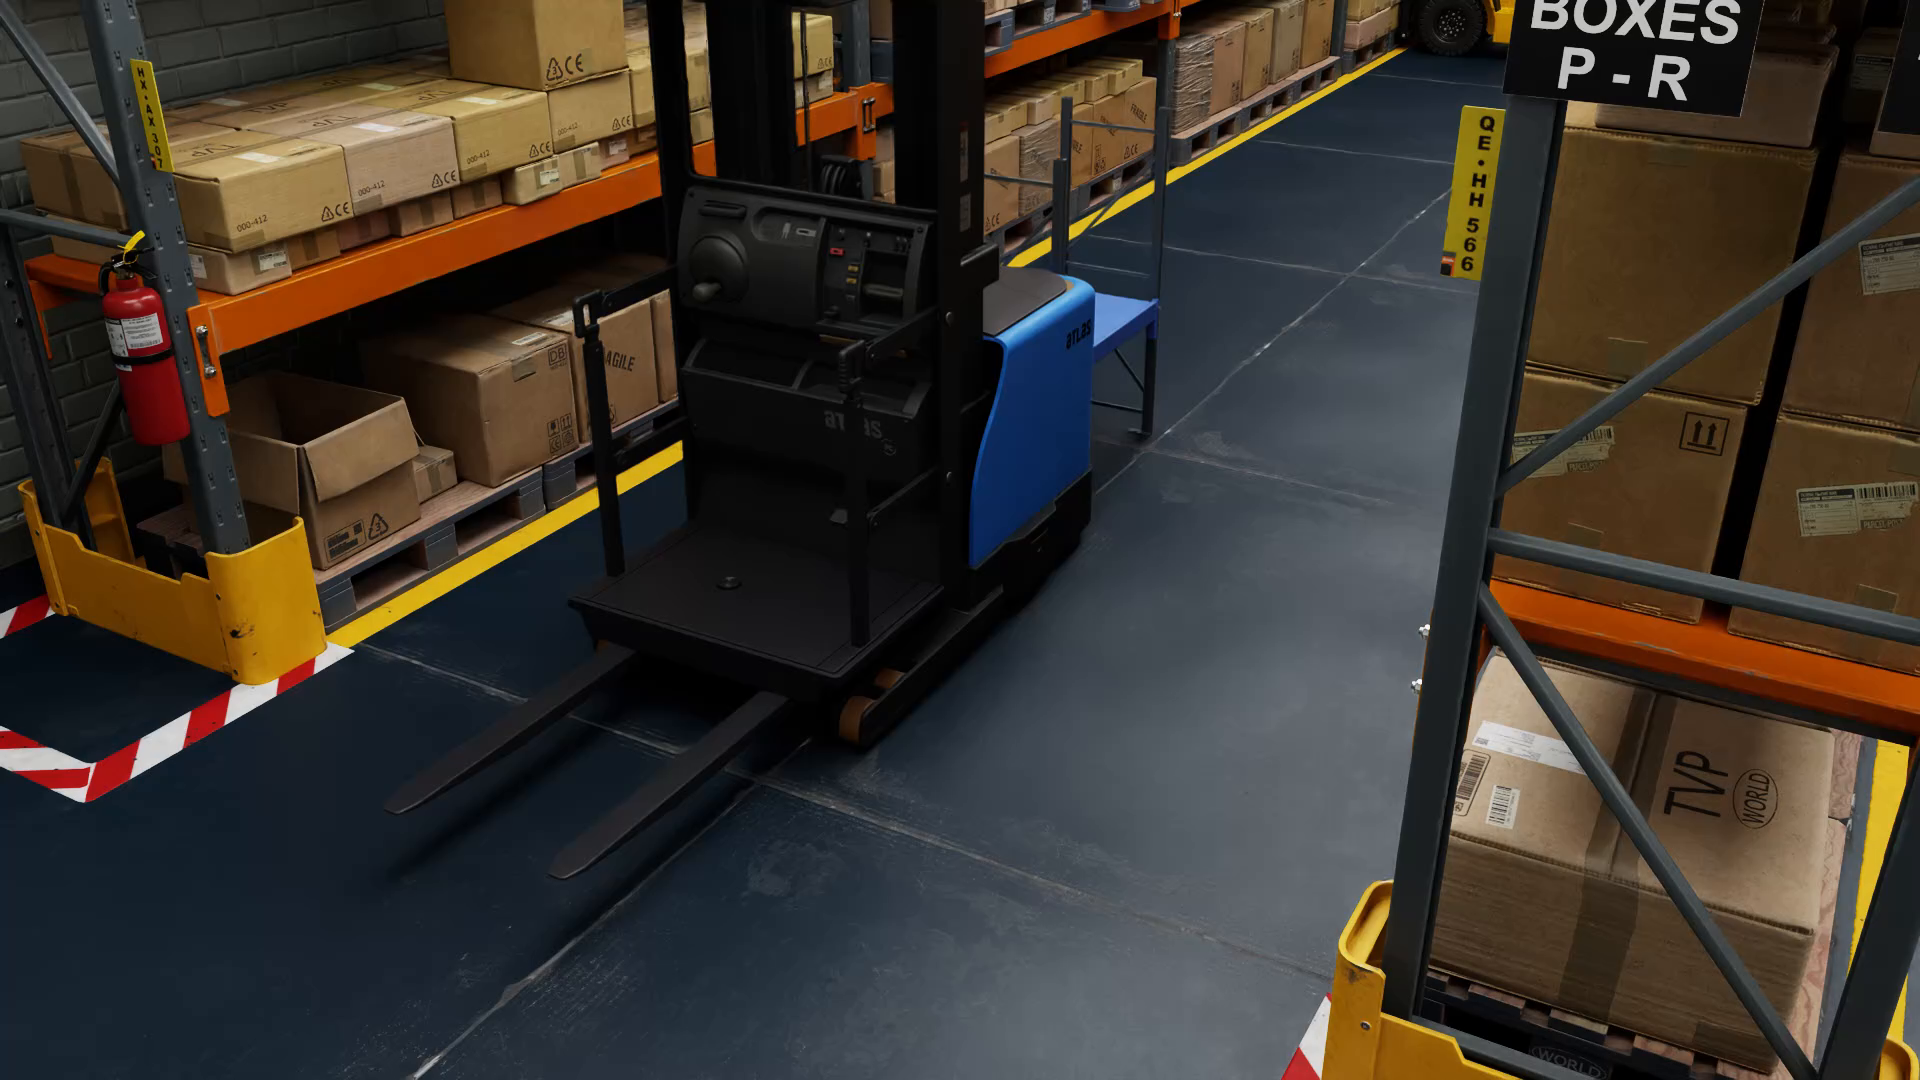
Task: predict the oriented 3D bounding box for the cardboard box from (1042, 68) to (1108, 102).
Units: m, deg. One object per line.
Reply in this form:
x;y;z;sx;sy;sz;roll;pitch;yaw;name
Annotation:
0.758;-3.017;11.025;0.380;0.149;0.250;13;29;24;cardboard box

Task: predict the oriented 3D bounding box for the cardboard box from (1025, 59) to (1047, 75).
0.374;-3.239;11.469;0.380;0.149;0.250;15;30;28;cardboard box

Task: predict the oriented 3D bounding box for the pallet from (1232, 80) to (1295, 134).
2.096;-3.650;13.806;1.003;0.211;1.213;14;30;26;pallet

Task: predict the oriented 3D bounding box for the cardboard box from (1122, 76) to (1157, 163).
1.035;-2.969;11.654;0.500;0.500;0.500;15;30;28;cardboard box

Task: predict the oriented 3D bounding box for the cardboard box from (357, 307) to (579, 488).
-2.042;-0.606;6.932;0.700;0.500;0.500;16;31;28;cardboard box

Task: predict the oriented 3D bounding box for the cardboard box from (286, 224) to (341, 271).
-2.395;-1.058;5.794;0.380;0.149;0.250;15;30;27;cardboard box

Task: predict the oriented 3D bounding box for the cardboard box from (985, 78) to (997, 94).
0.020;-2.927;10.844;0.380;0.149;0.250;14;30;25;cardboard box

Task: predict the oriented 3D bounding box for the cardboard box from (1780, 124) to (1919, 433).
1.927;-0.518;3.206;0.500;0.500;0.500;13;30;25;cardboard box

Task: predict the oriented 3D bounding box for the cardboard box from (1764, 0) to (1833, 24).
1.763;-1.180;3.804;0.380;0.149;0.250;15;30;27;cardboard box

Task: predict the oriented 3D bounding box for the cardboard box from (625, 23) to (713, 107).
-1.184;-2.168;7.565;0.500;0.250;0.500;14;30;26;cardboard box

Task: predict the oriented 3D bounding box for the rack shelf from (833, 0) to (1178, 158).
0.072;-3.010;10.216;1.077;0.370;4.000;14;30;26;rack shelf

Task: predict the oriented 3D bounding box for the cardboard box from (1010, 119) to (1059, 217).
0.285;-2.366;10.448;0.500;0.500;0.500;13;29;24;cardboard box

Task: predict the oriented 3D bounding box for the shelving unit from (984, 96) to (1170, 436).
0.423;-1.014;7.101;0.538;1.500;1.048;14;30;26;shelving unit

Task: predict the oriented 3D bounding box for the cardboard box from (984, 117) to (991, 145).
-0.040;-2.420;9.833;0.380;0.149;0.250;14;30;26;cardboard box

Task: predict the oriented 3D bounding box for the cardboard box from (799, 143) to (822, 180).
-0.982;-2.120;9.232;0.380;0.149;0.250;13;29;24;cardboard box

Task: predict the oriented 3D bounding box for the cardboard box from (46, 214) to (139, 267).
-2.951;-1.070;5.816;0.380;0.149;0.250;14;30;26;cardboard box

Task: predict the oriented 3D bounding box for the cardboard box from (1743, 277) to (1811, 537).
2.154;-0.274;3.834;0.500;0.500;0.500;14;30;25;cardboard box

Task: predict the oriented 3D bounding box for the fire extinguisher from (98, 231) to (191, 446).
-2.550;-0.633;5.167;0.296;0.674;0.183;14;30;26;fire extinguisher

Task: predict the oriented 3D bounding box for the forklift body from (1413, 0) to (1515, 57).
5.646;-5.709;15.752;2.313;2.155;1.214;14;30;26;forklift body

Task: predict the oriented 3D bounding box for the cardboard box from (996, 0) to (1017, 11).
0.105;-3.137;9.347;0.396;0.266;0.258;16;31;29;cardboard box

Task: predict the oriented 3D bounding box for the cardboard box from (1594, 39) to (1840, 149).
1.446;-0.868;3.180;0.380;0.149;0.250;15;30;27;cardboard box

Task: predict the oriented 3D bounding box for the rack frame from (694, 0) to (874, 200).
-0.912;-2.553;8.498;1.000;3.000;0.127;14;30;26;rack frame

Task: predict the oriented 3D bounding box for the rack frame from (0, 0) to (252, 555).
-2.880;-0.994;5.384;1.000;3.000;0.127;14;30;26;rack frame

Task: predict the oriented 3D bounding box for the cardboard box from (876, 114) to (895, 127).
-0.418;-2.239;9.138;0.380;0.149;0.250;13;29;24;cardboard box

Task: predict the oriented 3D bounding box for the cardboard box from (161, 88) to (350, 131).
-2.630;-1.498;6.227;0.500;0.250;0.500;14;30;26;cardboard box

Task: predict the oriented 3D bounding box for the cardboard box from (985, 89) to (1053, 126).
0.356;-2.713;10.417;0.380;0.149;0.250;13;29;24;cardboard box

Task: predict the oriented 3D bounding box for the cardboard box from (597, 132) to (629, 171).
-1.624;-1.663;7.002;0.380;0.149;0.250;14;30;26;cardboard box

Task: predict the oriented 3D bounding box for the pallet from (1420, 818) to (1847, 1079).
1.769;1.016;4.485;1.003;0.211;1.213;14;30;26;pallet

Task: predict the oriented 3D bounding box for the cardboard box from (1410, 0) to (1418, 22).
4.292;-5.343;16.675;0.500;0.250;0.500;15;30;28;cardboard box

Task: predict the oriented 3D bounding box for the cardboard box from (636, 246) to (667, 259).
-1.443;-1.333;8.596;0.500;0.311;0.500;15;30;28;cardboard box

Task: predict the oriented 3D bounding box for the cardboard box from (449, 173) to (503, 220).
-1.992;-1.358;6.393;0.380;0.149;0.250;15;30;27;cardboard box

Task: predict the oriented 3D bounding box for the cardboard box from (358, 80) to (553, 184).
-1.928;-1.572;6.374;0.500;0.250;0.500;14;30;25;cardboard box

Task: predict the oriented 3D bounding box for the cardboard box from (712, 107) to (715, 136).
-1.218;-1.951;7.578;0.380;0.149;0.250;15;30;27;cardboard box

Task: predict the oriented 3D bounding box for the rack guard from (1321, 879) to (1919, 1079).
1.432;1.225;3.744;1.175;0.500;0.348;14;30;26;rack guard

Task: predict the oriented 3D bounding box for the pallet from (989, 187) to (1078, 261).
0.054;-2.108;10.726;1.003;0.211;1.213;14;30;26;pallet

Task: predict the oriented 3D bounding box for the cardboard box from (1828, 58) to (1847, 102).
1.705;-0.844;3.857;0.500;0.500;0.500;14;30;26;cardboard box

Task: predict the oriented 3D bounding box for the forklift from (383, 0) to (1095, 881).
-0.621;-0.869;5.213;1.130;2.935;3.031;14;30;26;forklift

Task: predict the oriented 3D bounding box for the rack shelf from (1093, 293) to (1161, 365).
0.423;-0.854;7.181;0.538;0.185;1.000;14;30;26;rack shelf

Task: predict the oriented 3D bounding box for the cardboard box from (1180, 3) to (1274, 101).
2.020;-3.996;13.566;0.875;0.625;0.625;13;29;24;cardboard box

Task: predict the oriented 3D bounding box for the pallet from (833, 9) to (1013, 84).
-0.424;-2.754;9.115;1.003;0.211;1.213;14;30;26;pallet

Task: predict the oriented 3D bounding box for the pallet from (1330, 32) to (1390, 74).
3.451;-4.724;15.951;1.003;0.211;1.213;14;30;26;pallet

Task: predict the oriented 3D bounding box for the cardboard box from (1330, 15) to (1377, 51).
3.549;-4.744;15.479;0.500;0.250;0.500;15;30;27;cardboard box

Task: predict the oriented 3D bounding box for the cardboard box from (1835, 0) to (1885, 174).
2.450;-1.428;5.023;0.500;0.500;0.500;15;30;27;cardboard box

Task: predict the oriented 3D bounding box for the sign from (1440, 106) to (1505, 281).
0.978;-0.651;3.141;0.100;0.325;0.005;14;30;26;sign

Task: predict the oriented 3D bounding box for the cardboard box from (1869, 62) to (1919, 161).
1.859;-0.761;2.967;0.380;0.149;0.250;15;30;27;cardboard box

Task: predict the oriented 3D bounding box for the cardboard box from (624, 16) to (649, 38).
-1.632;-2.288;7.805;0.500;0.250;0.500;14;30;26;cardboard box

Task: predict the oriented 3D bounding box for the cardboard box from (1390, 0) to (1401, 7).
4.033;-5.363;16.156;0.500;0.250;0.500;14;30;26;cardboard box

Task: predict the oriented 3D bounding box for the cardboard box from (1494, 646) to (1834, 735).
2.124;0.418;4.957;0.875;0.438;0.875;15;30;27;cardboard box

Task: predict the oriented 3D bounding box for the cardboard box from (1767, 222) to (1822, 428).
1.955;-0.588;4.462;0.500;0.500;0.500;15;30;28;cardboard box
